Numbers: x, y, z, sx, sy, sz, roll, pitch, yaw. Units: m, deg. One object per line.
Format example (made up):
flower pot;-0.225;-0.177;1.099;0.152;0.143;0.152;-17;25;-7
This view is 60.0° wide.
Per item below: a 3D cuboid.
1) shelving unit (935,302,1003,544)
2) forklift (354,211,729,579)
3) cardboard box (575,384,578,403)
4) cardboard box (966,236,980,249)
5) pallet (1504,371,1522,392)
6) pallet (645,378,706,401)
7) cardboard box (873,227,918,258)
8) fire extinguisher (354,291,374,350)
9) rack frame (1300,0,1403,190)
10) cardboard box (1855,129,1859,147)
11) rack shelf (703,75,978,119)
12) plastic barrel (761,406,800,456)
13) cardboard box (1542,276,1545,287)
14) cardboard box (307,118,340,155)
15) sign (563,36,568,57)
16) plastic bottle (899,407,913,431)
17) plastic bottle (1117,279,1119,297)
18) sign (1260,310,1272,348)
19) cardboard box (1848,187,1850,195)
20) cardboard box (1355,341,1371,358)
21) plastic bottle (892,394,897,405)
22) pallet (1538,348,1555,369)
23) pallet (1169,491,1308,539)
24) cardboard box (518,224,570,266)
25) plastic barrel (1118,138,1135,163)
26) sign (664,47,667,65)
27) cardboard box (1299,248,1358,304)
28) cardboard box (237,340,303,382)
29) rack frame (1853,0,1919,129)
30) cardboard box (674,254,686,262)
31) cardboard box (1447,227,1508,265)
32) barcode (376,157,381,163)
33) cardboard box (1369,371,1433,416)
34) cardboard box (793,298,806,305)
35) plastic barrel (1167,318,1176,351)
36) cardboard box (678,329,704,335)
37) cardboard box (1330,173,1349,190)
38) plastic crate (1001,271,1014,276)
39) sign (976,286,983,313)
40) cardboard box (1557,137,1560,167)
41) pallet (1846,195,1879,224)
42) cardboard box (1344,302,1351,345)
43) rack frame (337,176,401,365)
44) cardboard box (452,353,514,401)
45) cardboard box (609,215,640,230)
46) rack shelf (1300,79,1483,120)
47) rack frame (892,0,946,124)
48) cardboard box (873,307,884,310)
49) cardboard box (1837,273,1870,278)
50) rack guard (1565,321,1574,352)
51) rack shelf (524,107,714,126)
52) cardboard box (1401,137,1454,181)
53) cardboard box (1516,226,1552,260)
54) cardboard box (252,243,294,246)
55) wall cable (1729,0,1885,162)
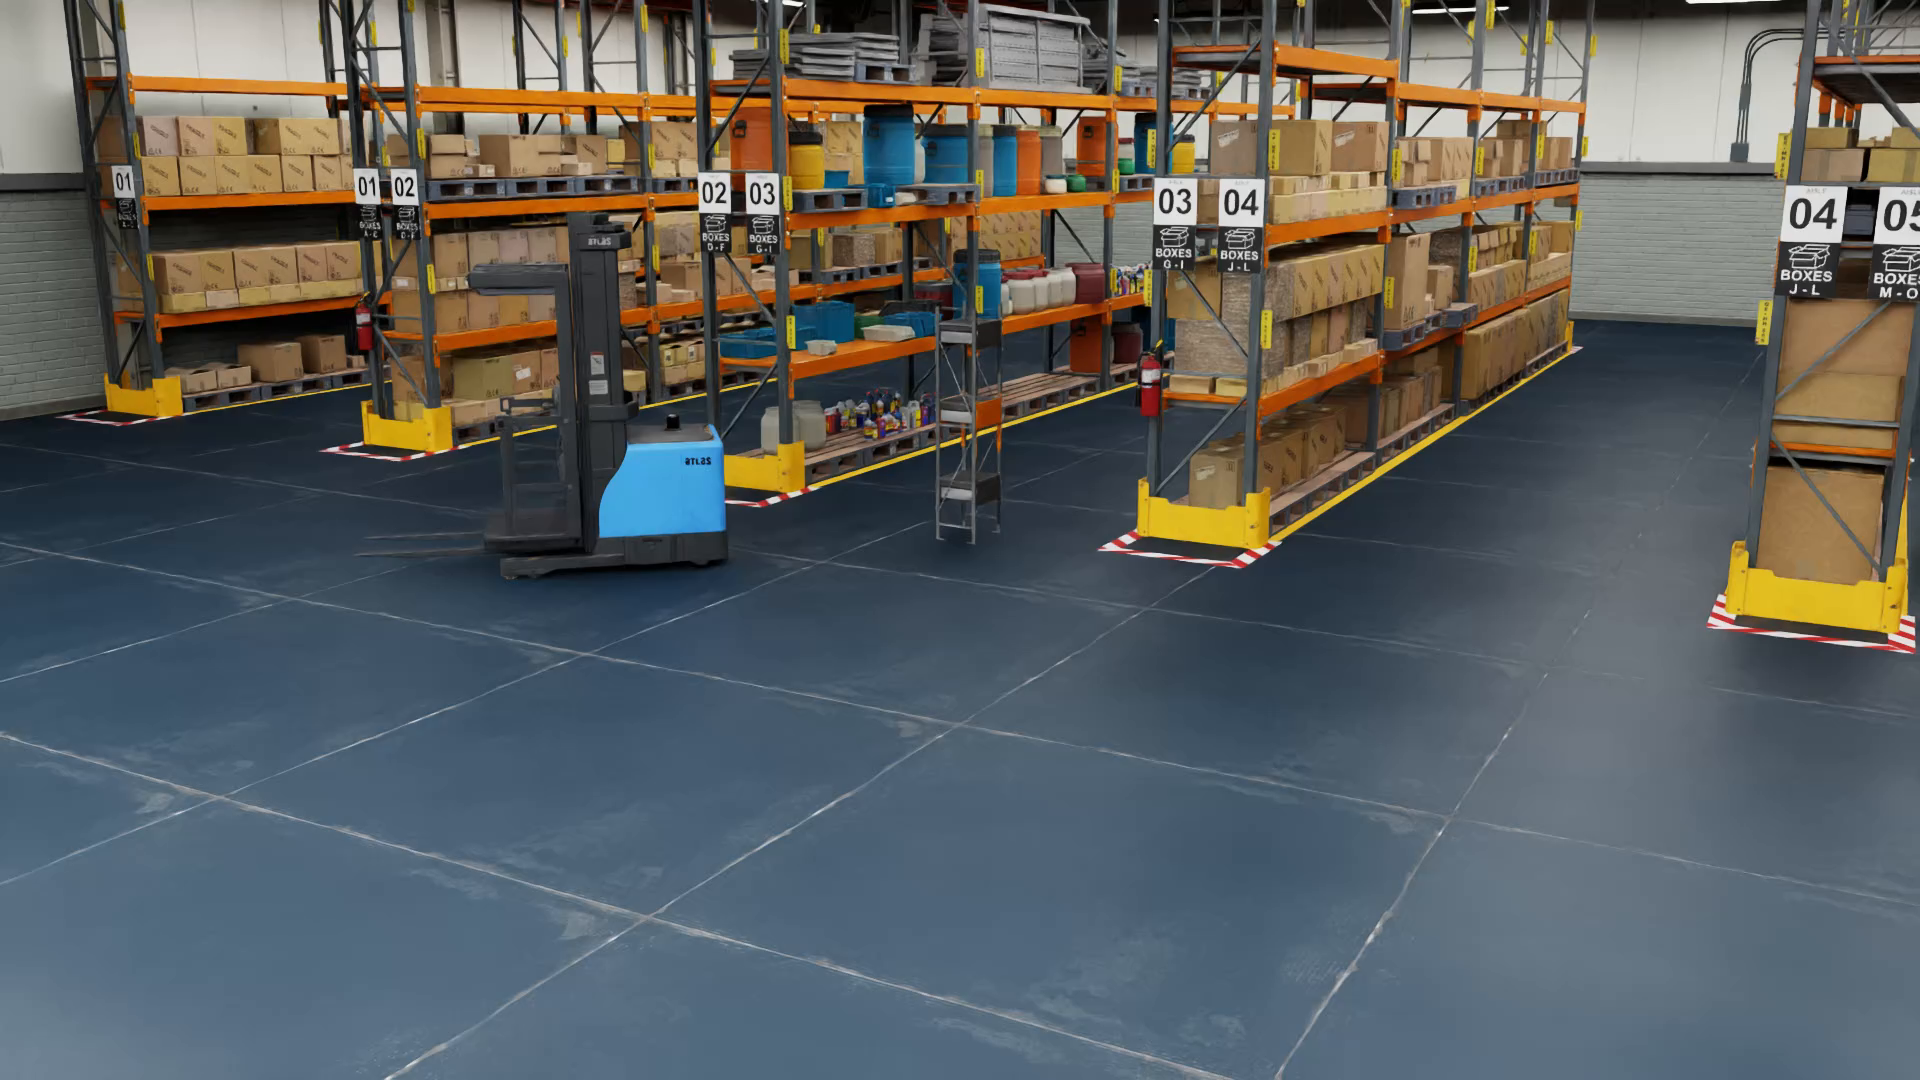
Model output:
shelving unit;0.080;-1.055;14.928;0.431;2.100;0.503;7;15;28
forklift;-3.542;-1.238;13.915;3.031;2.935;1.130;-3;14;-12
cardboard box;-5.090;-1.942;21.661;0.500;0.250;0.500;7;15;28
cardboard box;0.020;-5.270;30.278;0.500;0.500;0.500;8;16;29
pallet;7.653;-2.396;24.523;1.003;0.211;1.213;7;15;28
pallet;-4.255;-2.201;23.711;1.003;0.211;1.213;7;15;28
cardboard box;-1.135;-5.223;29.188;0.700;0.500;0.500;2;14;9
fire extinguisher;-6.975;-2.571;19.462;0.296;0.674;0.183;7;15;28
rack frame;4.093;-5.194;17.377;1.000;3.000;0.127;7;15;28
cardboard box;7.667;-3.531;14.604;0.380;0.149;0.250;7;15;28
rack shelf;-1.210;-4.801;18.134;1.077;0.370;4.000;7;15;28
plastic barrel;-1.926;-1.156;17.842;0.421;0.512;0.421;0;14;0
cardboard box;8.897;-4.034;25.904;0.380;0.149;0.250;7;15;27
cardboard box;-9.178;-5.716;23.553;0.500;0.500;0.500;8;16;31
sign;-6.502;-8.131;27.399;0.100;0.325;0.005;7;15;28
plastic bottle;-0.633;-1.425;19.418;0.152;0.276;0.135;8;16;29
plastic bottle;2.263;-3.670;24.129;0.097;0.271;0.097;0;14;0
sign;2.634;-1.816;14.320;0.100;0.325;0.005;7;15;28
cardboard box;7.298;-2.986;14.046;0.380;0.149;0.250;7;15;28
cardboard box;4.117;-2.028;17.580;0.380;0.149;0.250;7;15;28
plastic bottle;-0.820;-1.635;20.272;0.061;0.283;0.133;7;15;28
pallet;8.985;-2.962;26.868;1.003;0.211;1.213;7;15;28
pallet;2.619;-0.280;15.743;1.003;0.211;1.213;7;15;28
cardboard box;-5.272;-3.782;21.338;0.700;0.500;0.500;7;15;28
plastic barrel;2.416;-5.769;24.975;0.433;0.535;0.433;0;14;0
sign;-5.522;-9.118;31.323;0.100;0.325;0.005;7;15;28
cardboard box;3.633;-2.628;16.553;0.500;0.500;0.500;7;15;28
cardboard box;-9.762;-2.533;23.534;0.700;0.500;0.500;6;15;25
rack frame;14.187;-7.073;25.172;1.000;3.000;0.127;7;15;28
cardboard box;-5.306;-5.225;30.801;0.380;0.149;0.250;7;15;28
cardboard box;7.316;-4.184;23.633;0.797;0.503;0.637;8;15;29
barcode;-6.788;-4.437;19.399;0.001;0.075;0.075;7;15;28
cardboard box;5.463;-1.842;20.668;0.700;0.500;0.500;6;15;23
cardboard box;-3.607;-5.154;34.451;0.700;0.500;0.500;7;15;28
plastic barrel;3.346;-3.554;26.958;0.600;0.901;0.708;7;15;28
cardboard box;-3.897;-2.969;24.721;0.500;0.311;0.500;7;15;27
cardboard box;3.556;-3.486;16.163;0.380;0.149;0.250;8;16;31
plastic crate;0.641;-3.394;22.573;0.402;0.464;0.583;7;15;28
sign;0.233;-2.909;20.108;0.100;0.325;0.005;7;15;28
cardboard box;9.312;-6.285;26.978;0.700;0.500;0.500;7;15;26
pallet;7.390;-2.694;13.597;1.003;0.211;1.213;7;15;28
cardboard box;3.548;-2.287;17.271;0.875;0.500;0.500;7;15;28
rack frame;-8.916;-3.961;25.064;1.000;3.000;0.127;7;15;28
cardboard box;-5.817;-2.000;20.298;0.500;0.500;0.500;7;15;28
cardboard box;-6.039;-5.627;29.481;0.500;0.250;0.500;7;15;28
rack shelf;5.059;-5.060;19.210;1.077;0.370;4.000;7;15;28
rack frame;-0.710;-7.958;28.844;1.000;3.000;0.127;7;15;28
cardboard box;-1.187;-3.704;28.391;0.500;0.500;0.500;8;16;29
cardboard box;7.632;-2.000;14.304;0.875;0.550;0.550;7;15;28
rack guard;9.905;-3.529;28.606;1.175;0.500;0.348;7;15;28
rack shelf;-6.015;-7.564;29.598;1.077;0.370;4.000;7;15;28
cardboard box;5.523;-4.516;19.683;0.500;0.500;0.500;8;16;29
cardboard box;8.908;-4.632;25.931;0.500;0.500;0.500;7;15;26
cardboard box;-9.825;-3.982;23.829;0.500;0.500;0.500;8;16;30
wall cable;15.644;-9.989;30.404;2.277;5.999;0.120;7;15;28
